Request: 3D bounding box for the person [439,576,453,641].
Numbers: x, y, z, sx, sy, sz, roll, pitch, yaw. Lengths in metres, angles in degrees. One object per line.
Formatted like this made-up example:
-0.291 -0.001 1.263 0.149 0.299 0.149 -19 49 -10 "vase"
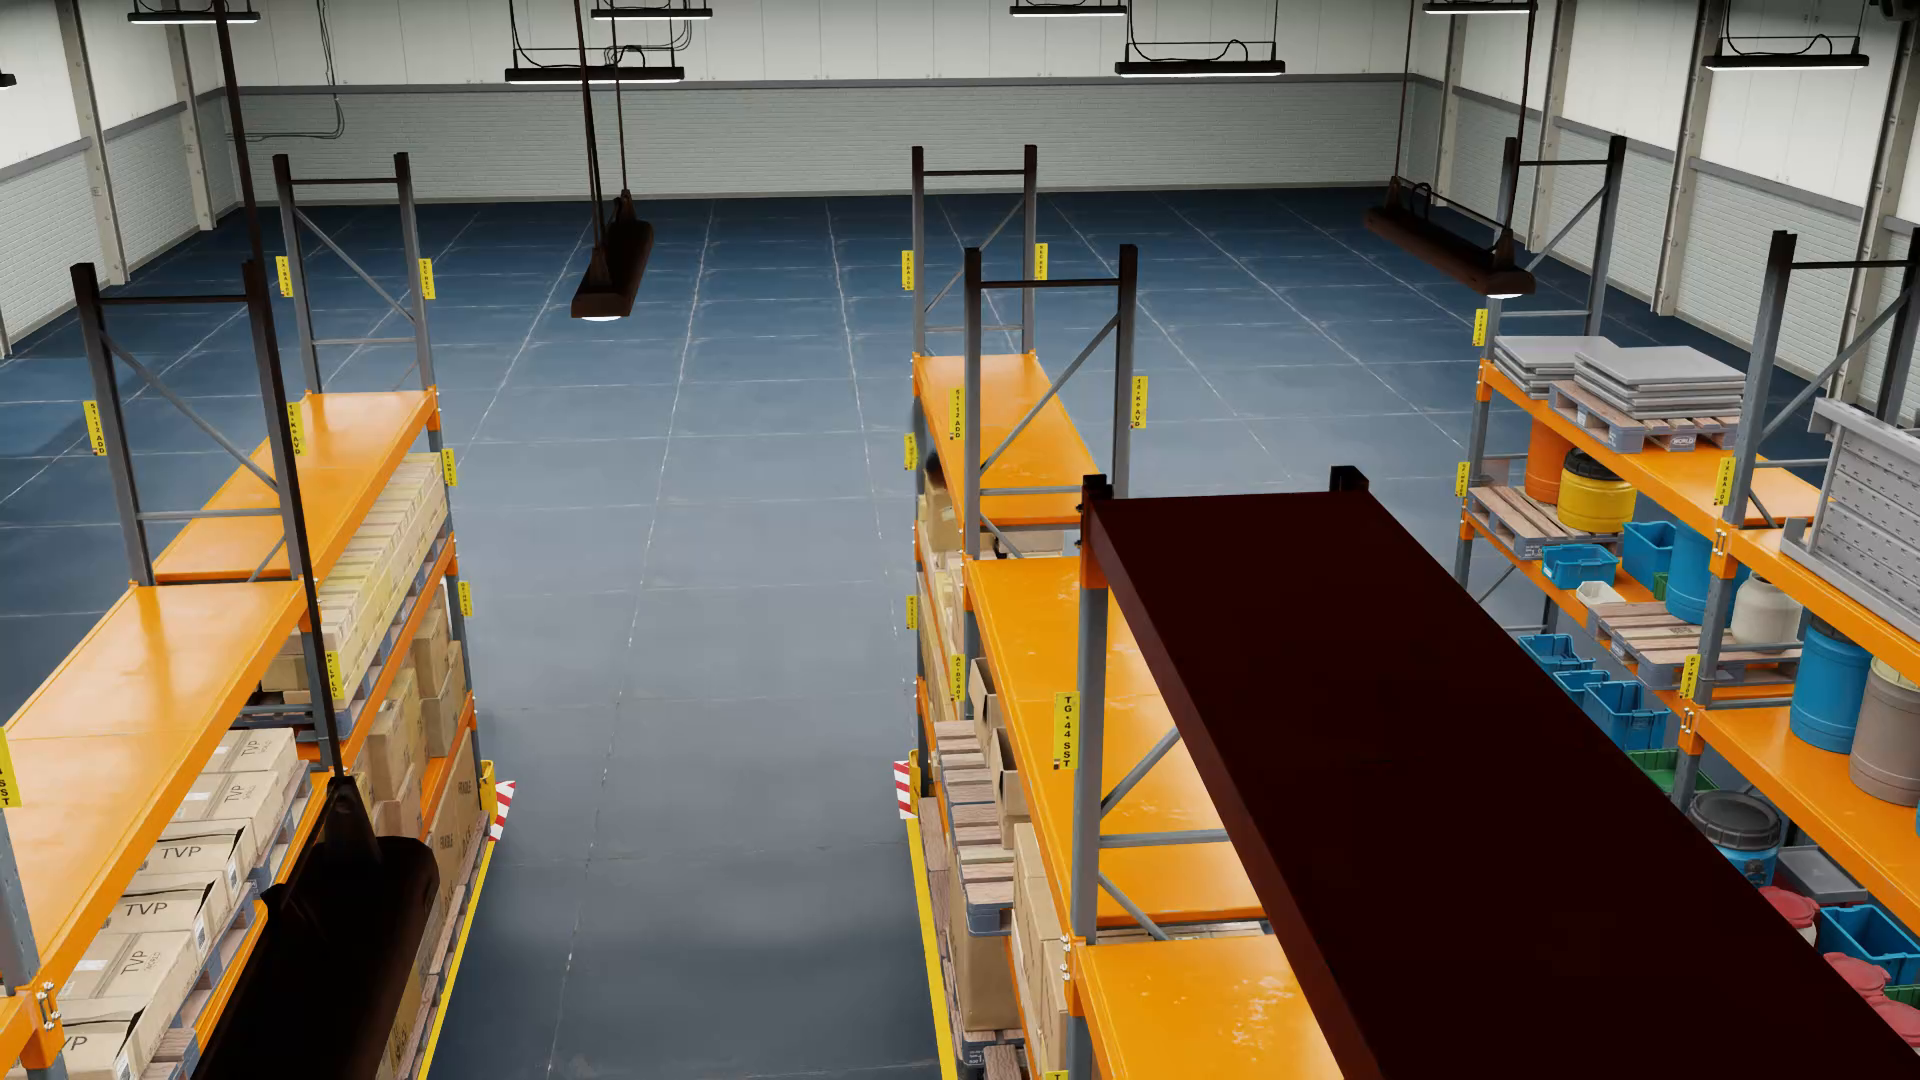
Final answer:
-5.443 0.838 17.262 0.541 1.668 0.380 13 25 30 "person"
